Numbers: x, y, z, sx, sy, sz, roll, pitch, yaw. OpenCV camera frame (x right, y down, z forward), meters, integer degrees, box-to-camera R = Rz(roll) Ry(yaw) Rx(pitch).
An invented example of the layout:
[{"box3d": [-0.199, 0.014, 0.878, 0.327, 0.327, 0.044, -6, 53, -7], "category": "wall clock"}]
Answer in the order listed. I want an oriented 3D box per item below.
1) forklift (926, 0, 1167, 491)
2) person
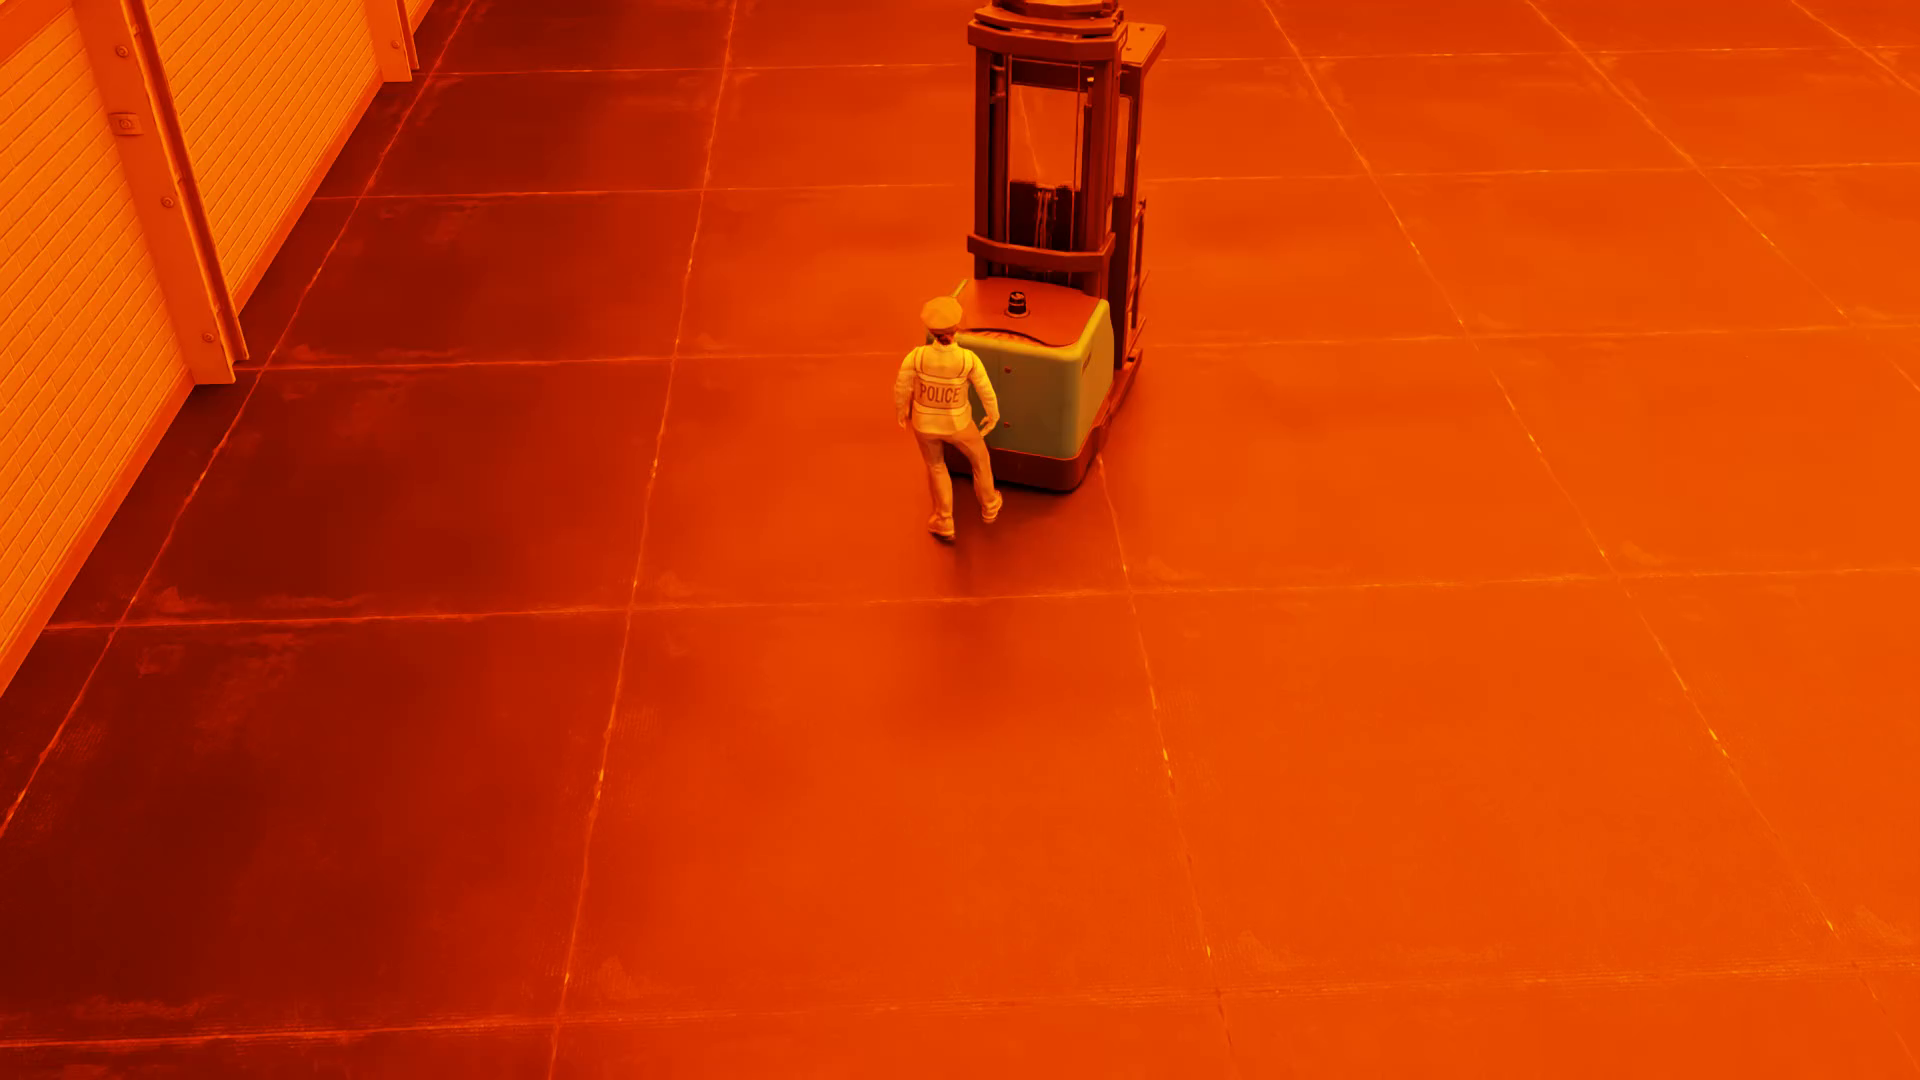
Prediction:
[{"box3d": [0.706, -2.374, 11.269, 1.130, 2.935, 3.031, 11, 37, 14], "category": "forklift"}, {"box3d": [-0.066, -0.793, 10.205, 0.639, 1.636, 0.602, 4, 36, 5], "category": "person"}]
